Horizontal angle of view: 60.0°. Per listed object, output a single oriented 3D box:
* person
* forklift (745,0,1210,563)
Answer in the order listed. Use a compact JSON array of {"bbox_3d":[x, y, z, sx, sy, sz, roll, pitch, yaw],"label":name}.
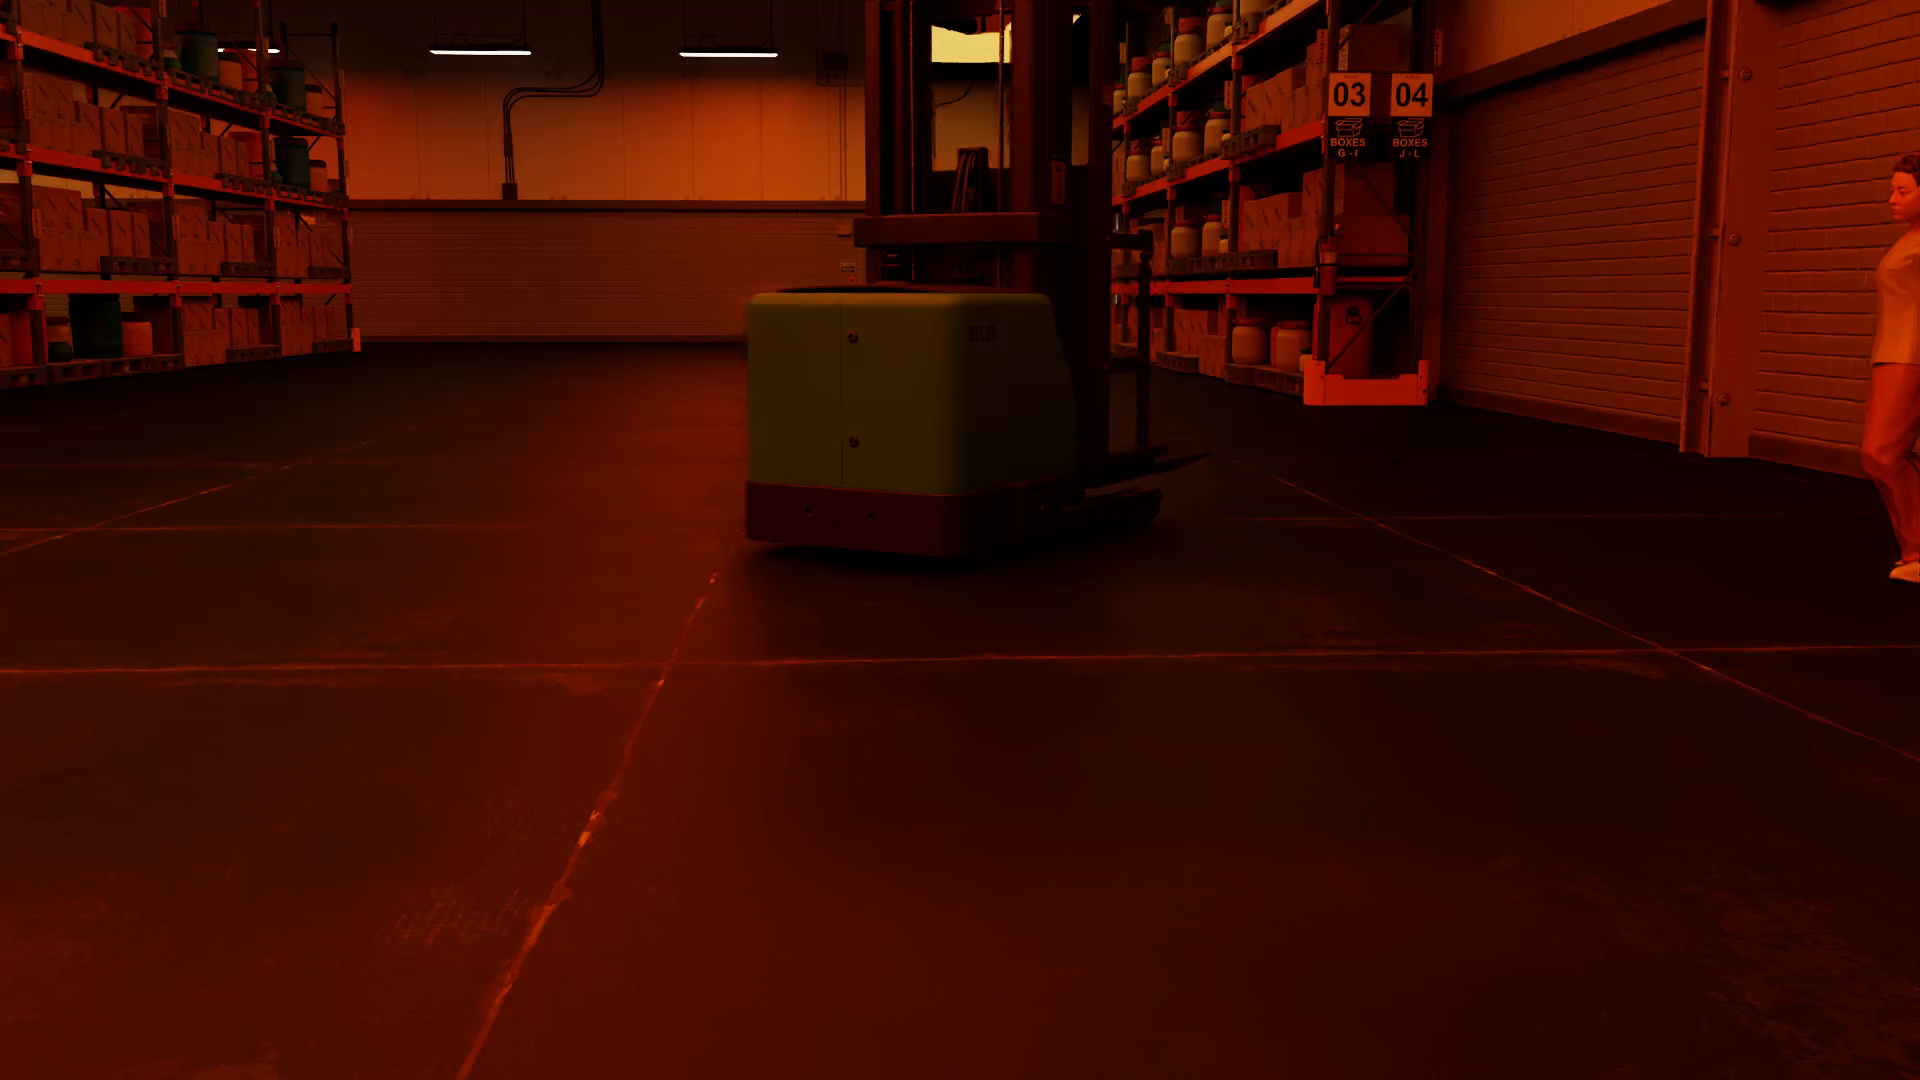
[{"bbox_3d":[3.751,-0.656,6.419,0.486,1.640,0.815,4,9,23],"label":"person"},{"bbox_3d":[0.297,-1.537,7.680,1.130,2.935,3.031,5,10,30],"label":"forklift"}]
